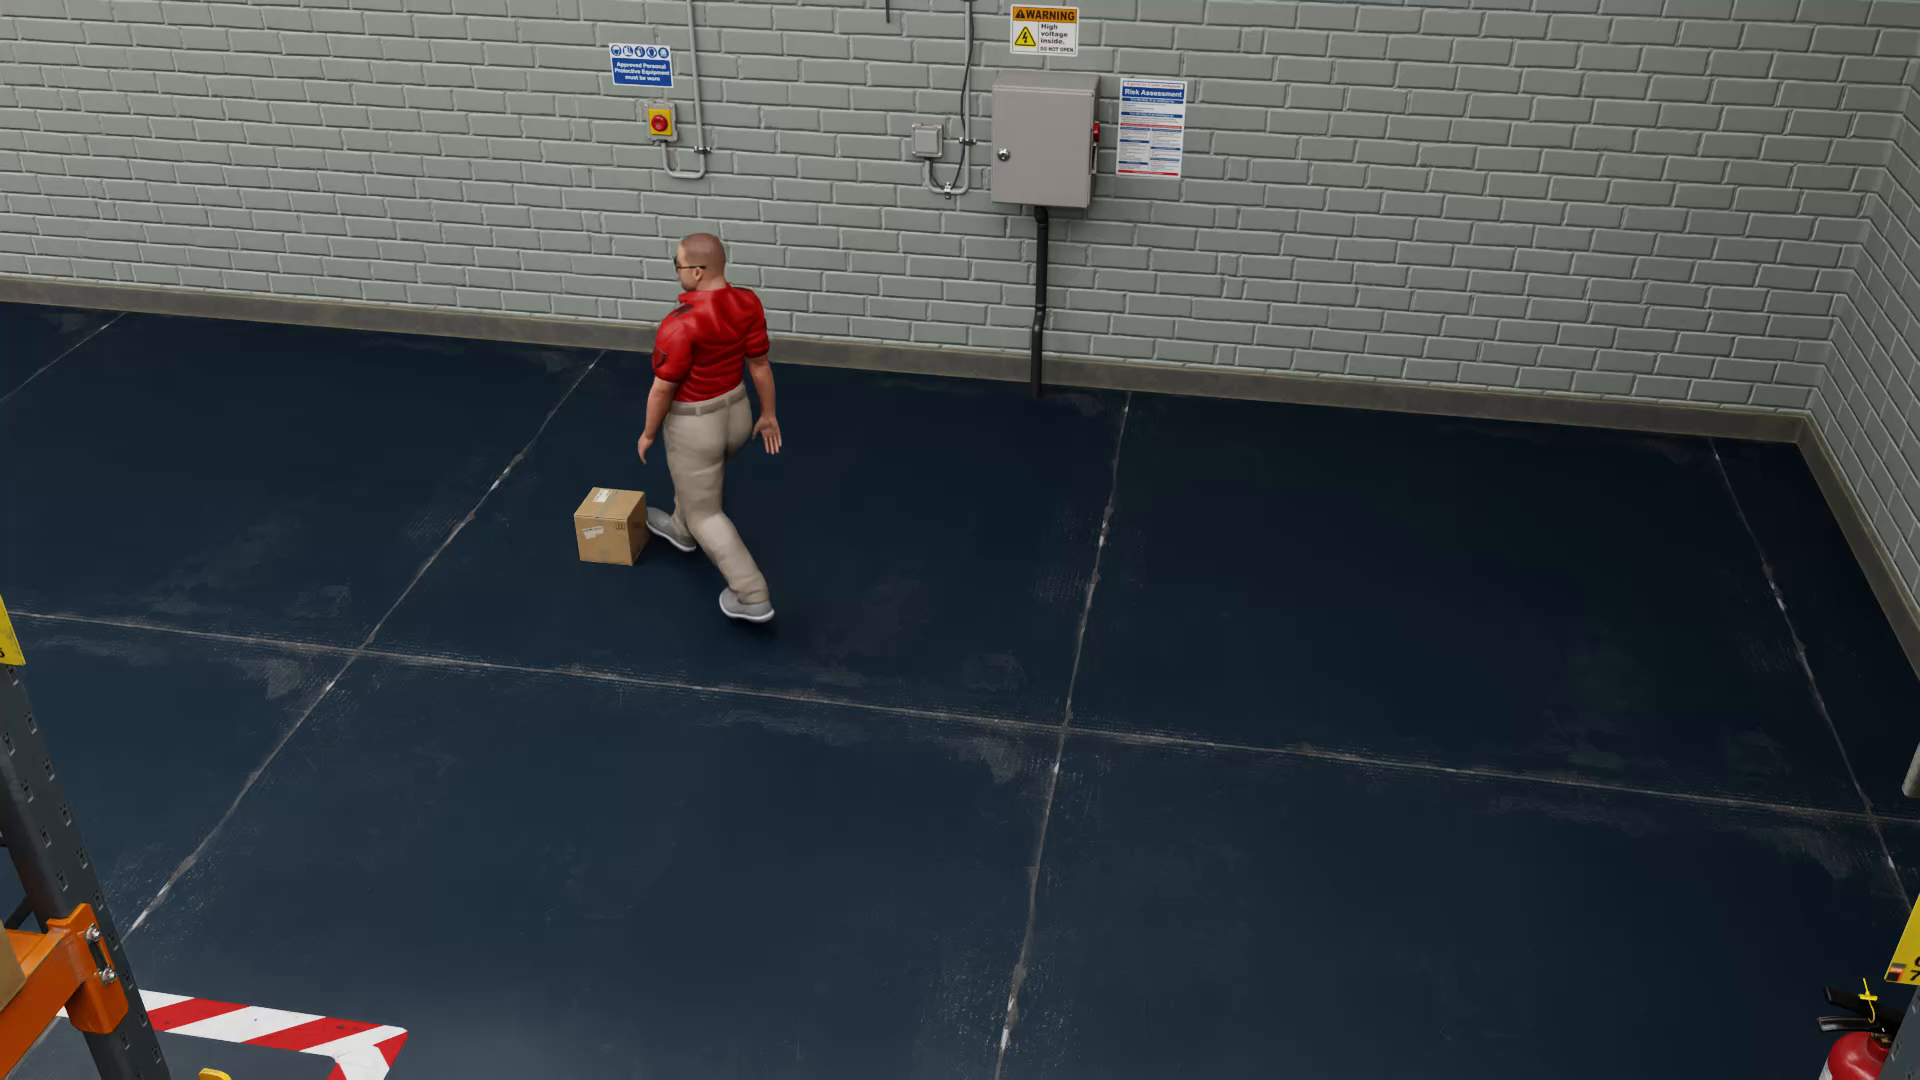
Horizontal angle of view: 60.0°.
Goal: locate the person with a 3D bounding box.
[{"bbox_3d":[-1.135,-0.486,7.056,1.048,1.567,0.562,22,38,30],"label":"person"}]
